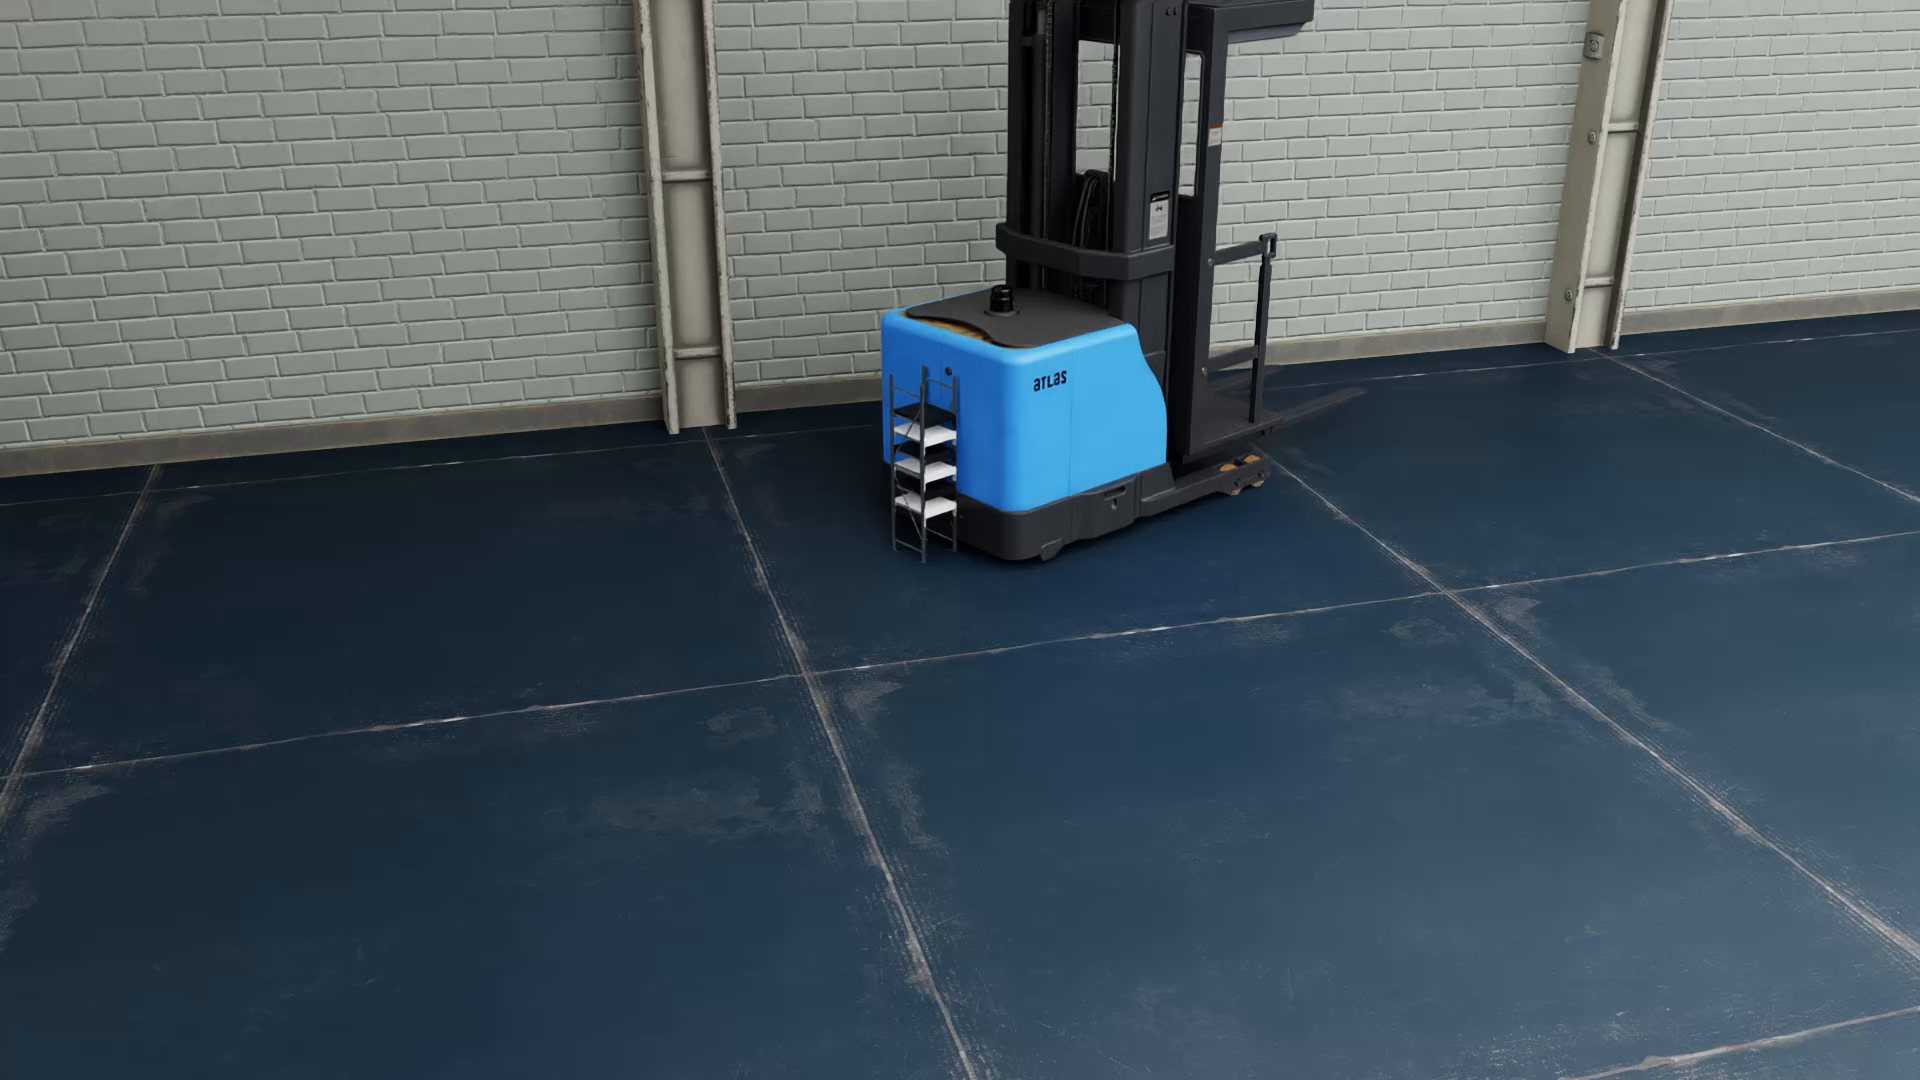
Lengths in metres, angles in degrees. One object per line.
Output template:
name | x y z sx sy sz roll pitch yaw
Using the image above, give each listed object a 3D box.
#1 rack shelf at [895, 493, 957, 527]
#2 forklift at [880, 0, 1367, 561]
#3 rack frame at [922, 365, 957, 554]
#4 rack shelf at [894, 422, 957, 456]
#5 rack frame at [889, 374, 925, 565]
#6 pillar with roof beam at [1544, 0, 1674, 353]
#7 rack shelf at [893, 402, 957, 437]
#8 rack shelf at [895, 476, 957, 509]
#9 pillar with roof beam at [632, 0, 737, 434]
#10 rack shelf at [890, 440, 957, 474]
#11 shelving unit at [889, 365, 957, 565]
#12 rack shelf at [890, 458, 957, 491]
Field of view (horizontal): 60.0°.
rack shelf | -0.174 -0.160 8.023 0.200 0.077 0.258 -19 30 -38
forklift | 1.032 -1.718 8.537 3.031 2.935 1.130 -19 30 -38
rack frame | -0.098 -0.383 8.002 0.006 0.900 0.240 -19 30 -38
rack shelf | -0.174 -0.491 7.882 0.200 0.077 0.258 -19 30 -38
rack frame | -0.250 -0.330 7.877 0.006 0.900 0.240 -19 30 -38
pillar with roof beam | 5.396 -3.836 5.779 0.400 9.000 9.100 -6 24 -14
rack shelf | -0.174 -0.574 7.846 0.200 0.077 0.258 -19 30 -38
rack shelf | -0.174 -0.243 7.988 0.200 0.077 0.258 -19 30 -38
pillar with roof beam | -0.381 -3.197 4.289 0.400 9.000 9.100 -6 24 -14
rack shelf | -0.174 -0.408 7.917 0.200 0.077 0.258 -19 30 -38
shelving unit | -0.174 -0.356 7.939 0.210 0.900 0.258 -19 30 -38
rack shelf | -0.174 -0.326 7.953 0.200 0.077 0.258 -19 30 -38
